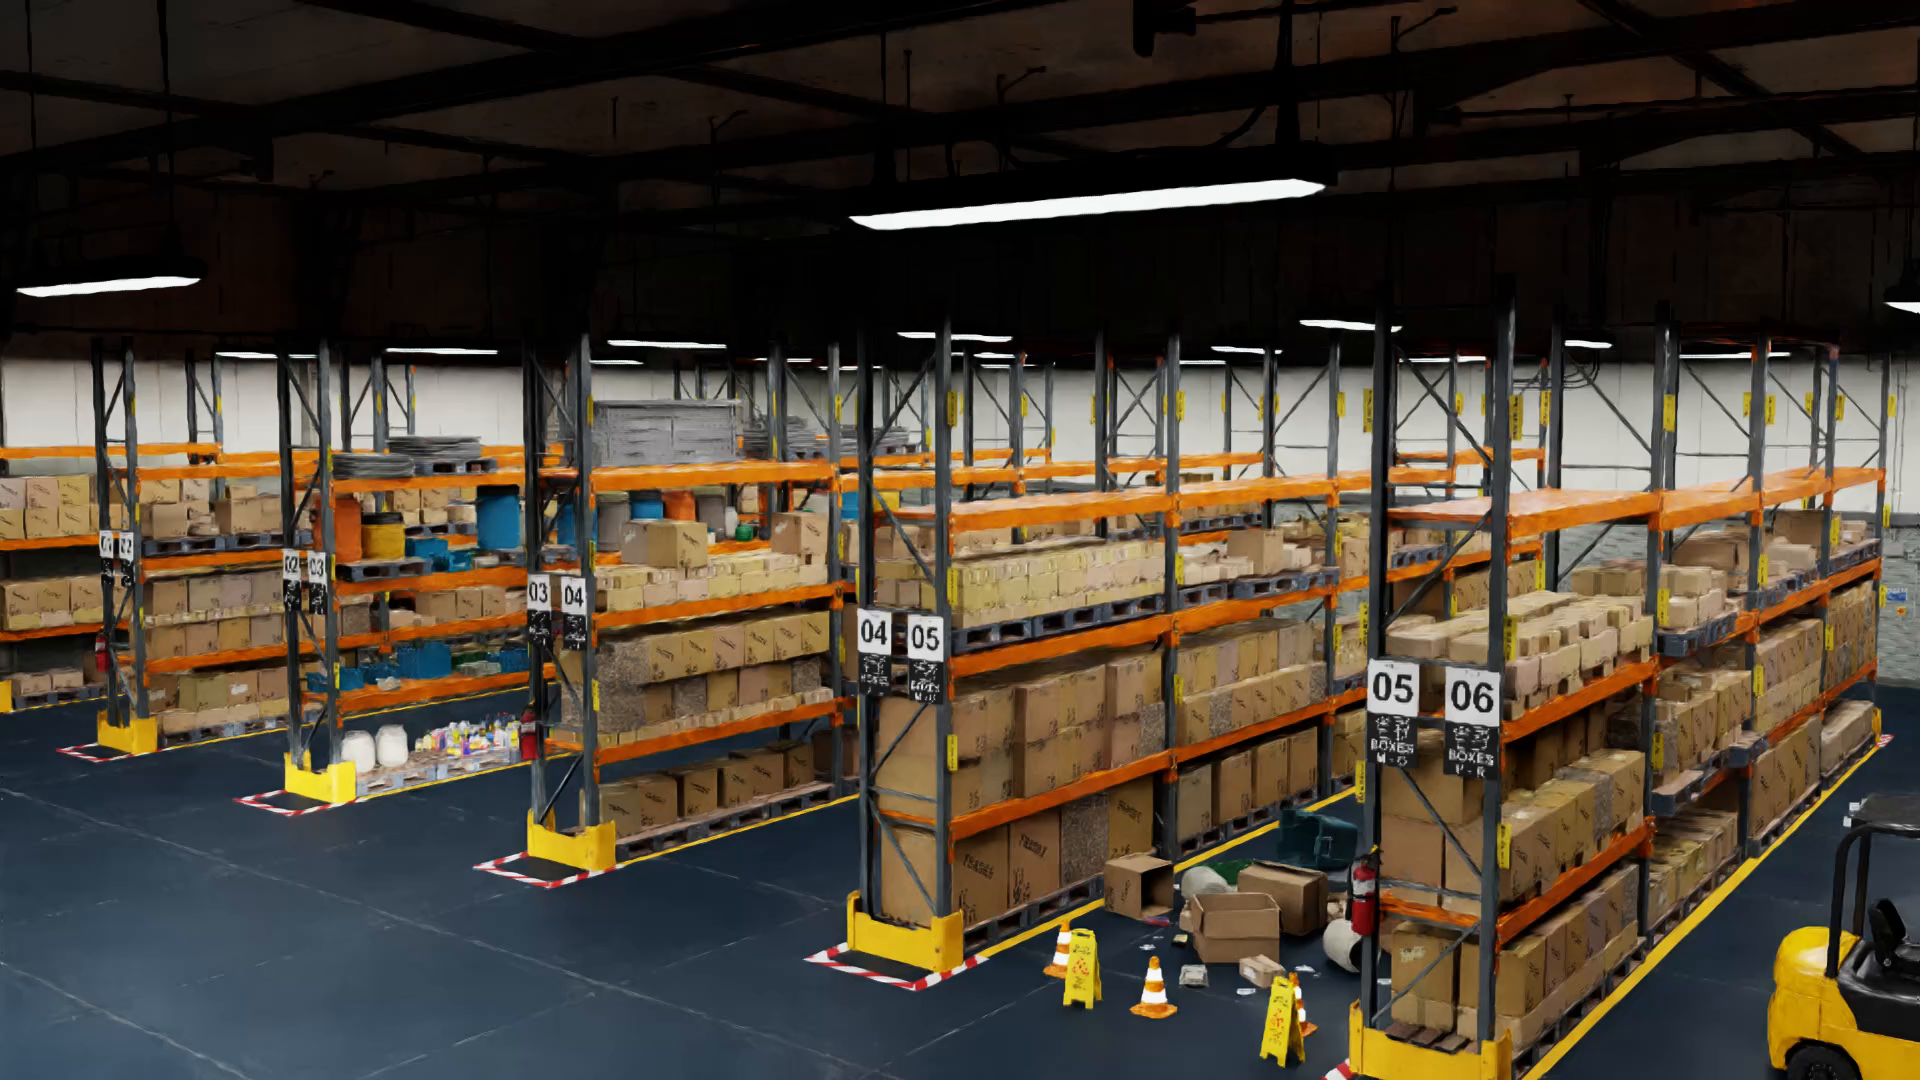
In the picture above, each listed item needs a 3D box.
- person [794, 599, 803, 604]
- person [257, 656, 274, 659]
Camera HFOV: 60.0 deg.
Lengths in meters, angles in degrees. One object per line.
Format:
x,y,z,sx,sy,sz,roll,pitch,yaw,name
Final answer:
-2.919,1.720,30.743,0.417,1.517,1.037,4,7,40,person
-12.325,1.740,29.585,0.433,1.684,0.553,1,5,11,person
